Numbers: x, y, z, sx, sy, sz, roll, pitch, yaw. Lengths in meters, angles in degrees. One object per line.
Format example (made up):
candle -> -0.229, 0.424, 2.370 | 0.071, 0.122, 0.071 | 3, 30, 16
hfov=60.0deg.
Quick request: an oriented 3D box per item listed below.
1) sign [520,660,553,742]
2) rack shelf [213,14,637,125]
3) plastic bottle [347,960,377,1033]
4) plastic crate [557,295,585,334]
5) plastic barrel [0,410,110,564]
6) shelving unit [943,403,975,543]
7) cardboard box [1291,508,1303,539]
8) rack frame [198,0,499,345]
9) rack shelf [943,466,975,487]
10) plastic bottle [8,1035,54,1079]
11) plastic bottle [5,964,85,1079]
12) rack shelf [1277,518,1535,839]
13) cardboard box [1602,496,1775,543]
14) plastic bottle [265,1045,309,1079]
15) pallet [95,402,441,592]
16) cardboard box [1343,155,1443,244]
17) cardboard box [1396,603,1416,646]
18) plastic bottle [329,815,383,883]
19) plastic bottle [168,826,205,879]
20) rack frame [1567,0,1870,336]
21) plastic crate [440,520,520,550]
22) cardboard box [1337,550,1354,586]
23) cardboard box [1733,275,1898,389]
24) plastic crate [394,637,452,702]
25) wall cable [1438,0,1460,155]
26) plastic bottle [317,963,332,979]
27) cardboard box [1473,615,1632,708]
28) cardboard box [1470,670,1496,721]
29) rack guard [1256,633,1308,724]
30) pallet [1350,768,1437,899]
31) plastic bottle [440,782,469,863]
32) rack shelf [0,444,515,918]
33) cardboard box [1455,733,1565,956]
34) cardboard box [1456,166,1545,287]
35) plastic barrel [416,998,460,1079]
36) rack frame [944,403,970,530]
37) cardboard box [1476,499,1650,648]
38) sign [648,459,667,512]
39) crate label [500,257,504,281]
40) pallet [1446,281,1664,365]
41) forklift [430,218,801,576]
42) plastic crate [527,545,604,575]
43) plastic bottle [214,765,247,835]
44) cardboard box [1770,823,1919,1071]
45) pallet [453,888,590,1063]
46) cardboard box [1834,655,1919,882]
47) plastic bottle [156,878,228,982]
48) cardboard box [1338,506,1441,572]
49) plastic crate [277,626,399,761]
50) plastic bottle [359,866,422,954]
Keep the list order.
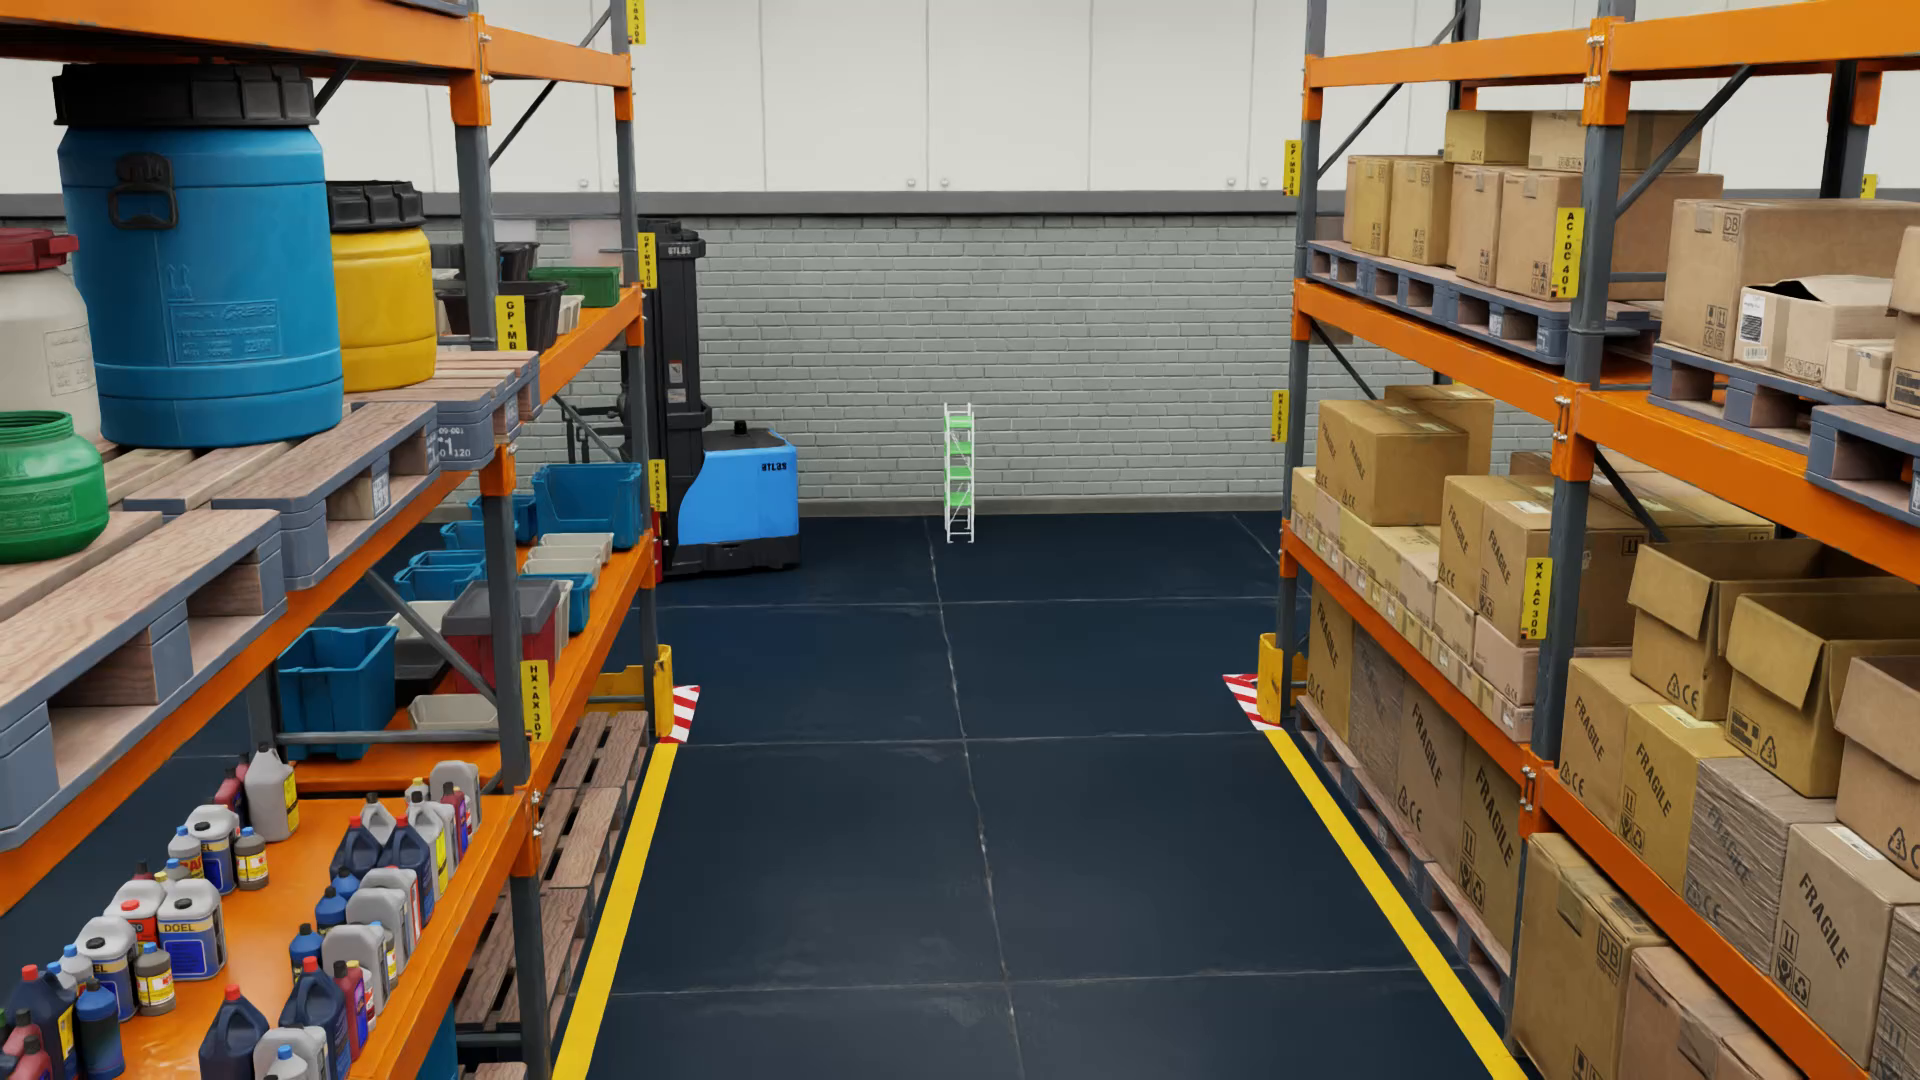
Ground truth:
sign -> -1.605, 0.611, 6.302 | 0.100, 0.325, 0.005 | -1, 14, -3
rack shelf -> -2.278, -2.108, 7.630 | 1.077, 0.370, 4.000 | -1, 14, -3
plastic bottle -> -1.696, 1.278, 4.663 | 0.097, 0.201, 0.097 | 0, 14, 0
plastic crate -> -2.026, -1.057, 7.848 | 0.437, 0.136, 0.530 | -1, 14, -3
plastic barrel -> -1.742, -0.100, 3.070 | 0.294, 0.245, 0.294 | 0, 14, 0
shelving unit -> -0.010, -0.622, 15.260 | 0.258, 1.200, 0.503 | -1, 14, -3
cardboard box -> 2.235, -0.104, 10.137 | 0.380, 0.149, 0.250 | -1, 14, -3
rack frame -> -2.154, -2.153, 5.557 | 1.000, 3.000, 0.127 | -1, 14, -3
rack shelf -> -0.010, -0.560, 15.276 | 0.258, 0.148, 0.480 | -1, 14, -3
plastic bottle -> -2.295, 1.377, 4.111 | 0.061, 0.283, 0.133 | -1, 14, -3
plastic bottle -> -2.416, 1.274, 4.379 | 0.144, 0.351, 0.185 | -1, 14, -3
rack shelf -> 2.666, 0.527, 8.625 | 1.077, 0.370, 4.000 | -1, 14, -3
cardboard box -> 3.015, 0.119, 6.969 | 0.500, 0.500, 0.500 | -1, 14, -3
plastic bottle -> -1.662, 1.381, 4.122 | 0.097, 0.271, 0.097 | 0, 14, 0
pallet -> -1.934, -0.133, 4.107 | 1.003, 0.211, 1.213 | -1, 14, -3
cardboard box -> 2.628, -1.943, 9.518 | 0.700, 0.500, 0.500 | -2, 15, -7
cardboard box -> 2.364, 0.407, 8.151 | 0.380, 0.149, 0.250 | -1, 14, -4
plastic bottle -> -1.903, 1.048, 5.255 | 0.144, 0.351, 0.185 | -1, 14, -3
plastic bottle -> -2.503, 1.056, 5.383 | 0.097, 0.271, 0.097 | 0, 14, 0
rack frame -> 2.790, -2.229, 5.855 | 1.000, 3.000, 0.127 | -1, 14, -3
plastic crate -> -2.674, 0.040, 9.290 | 0.416, 0.233, 0.300 | -1, 14, -3
cardboard box -> 2.300, 0.152, 9.144 | 0.380, 0.149, 0.250 | -1, 14, -5
cardboard box -> 2.768, -0.662, 5.121 | 0.500, 0.311, 0.500 | -1, 14, -5
plastic crate -> -2.491, 0.583, 7.398 | 0.437, 0.125, 0.590 | -1, 14, -3
wall cable -> 5.632, -6.241, 14.993 | 2.277, 5.999, 0.120 | -1, 14, -3
plastic bottle -> -1.748, 1.278, 4.522 | 0.097, 0.271, 0.097 | 0, 14, 0
cardboard box -> 2.500, 0.499, 6.995 | 0.500, 0.250, 0.500 | -1, 14, -4
cardboard box -> 2.428, 0.663, 7.158 | 0.380, 0.149, 0.250 | -1, 14, -2
rack guard -> 2.540, 0.886, 10.803 | 1.175, 0.500, 0.348 | -1, 14, -3
pallet -> 2.742, 1.532, 8.871 | 1.003, 0.211, 1.213 | -1, 14, -3
plastic bottle -> -1.747, 0.959, 5.737 | 0.061, 0.283, 0.133 | -1, 14, -3
rack shelf -> -2.030, 0.146, 4.088 | 1.077, 0.370, 4.000 | -1, 14, -3
cardboard box -> 2.829, 1.336, 7.457 | 0.875, 0.875, 0.875 | -1, 14, -3
cardboard box -> 2.652, -1.404, 7.424 | 0.700, 0.500, 0.500 | 0, 14, -1
plastic barrel -> -2.137, 1.701, 5.987 | 0.600, 0.901, 0.708 | -1, 14, -3
rack frame -> -0.025, -0.683, 15.496 | 0.240, 1.200, 0.015 | -1, 14, -3
cardboard box -> 2.494, 0.131, 6.919 | 0.500, 0.500, 0.500 | 0, 14, -2
sign -> -1.854, -0.334, 10.200 | 0.100, 0.325, 0.005 | -1, 14, -3
crate label -> -2.667, -1.388, 8.905 | 0.408, 0.251, 0.502 | -1, 14, -3
pallet -> 2.749, -0.937, 7.031 | 1.003, 0.211, 1.213 | -1, 14, -3
forklift -> -2.940, -1.158, 13.867 | 3.031, 2.935, 1.130 | -5, 15, -19
plastic crate -> -2.167, 0.129, 9.138 | 0.396, 0.136, 0.243 | -1, 14, -3
plastic bottle -> -2.549, 0.940, 5.811 | 0.061, 0.283, 0.133 | -1, 14, -3
cardboard box -> 2.669, 1.124, 4.661 | 0.500, 0.500, 0.500 | -1, 14, -2
pallet -> -2.238, 1.921, 7.361 | 1.003, 0.211, 1.213 | -1, 14, -3
cardboard box -> 2.923, 0.626, 4.584 | 0.797, 0.503, 0.637 | 0, 14, -2
plastic bottle -> -2.296, 1.162, 4.964 | 0.152, 0.276, 0.135 | -1, 14, -3
cardboard box -> 2.368, -0.012, 8.982 | 0.500, 0.250, 0.500 | -1, 14, -5
plastic crate -> -2.523, 0.620, 6.730 | 0.392, 0.384, 0.575 | -1, 14, -3
plastic bottle -> -1.753, 1.122, 5.118 | 0.152, 0.276, 0.135 | -1, 14, -3
